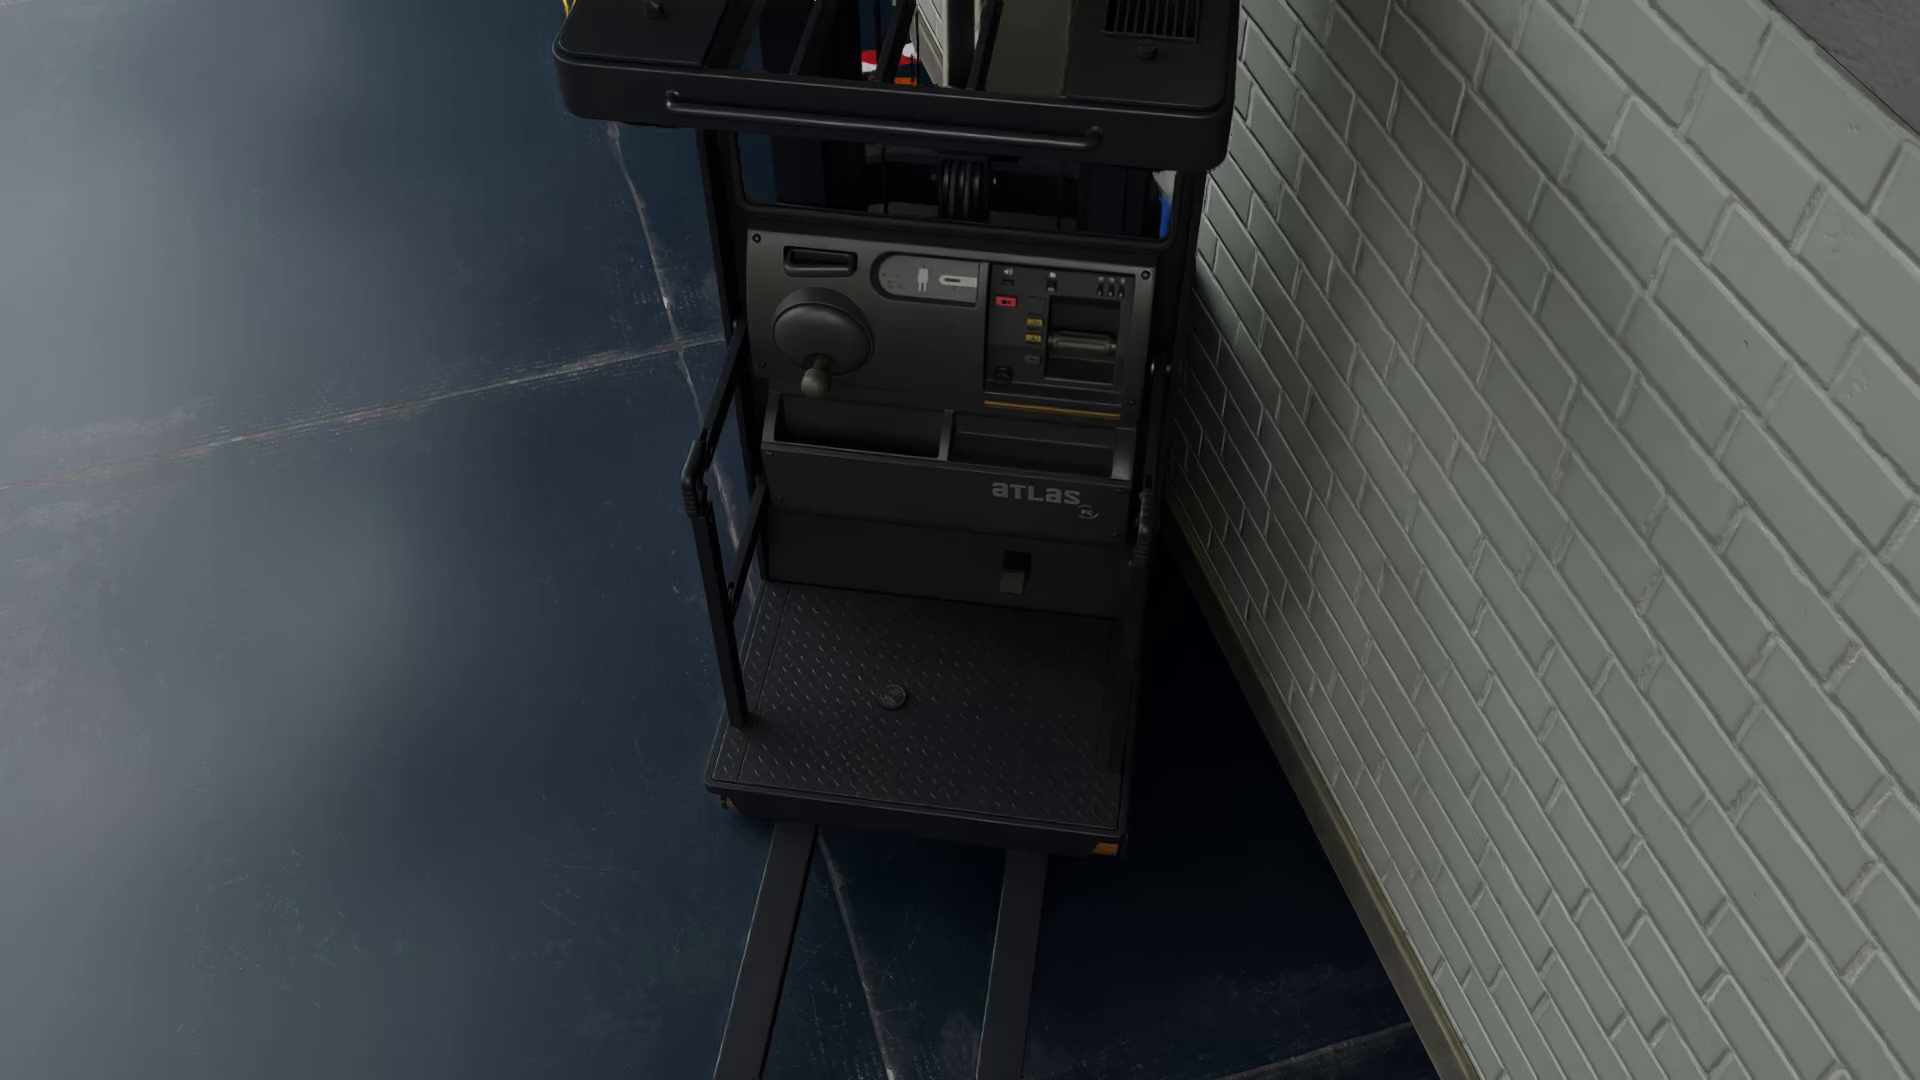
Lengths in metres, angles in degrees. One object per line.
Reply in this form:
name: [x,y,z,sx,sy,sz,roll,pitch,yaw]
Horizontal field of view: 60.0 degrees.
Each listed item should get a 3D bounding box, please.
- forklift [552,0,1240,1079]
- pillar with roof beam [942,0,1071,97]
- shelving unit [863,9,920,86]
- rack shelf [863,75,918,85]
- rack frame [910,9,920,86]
forklift: [-0.056,-0.389,3.661,1.130,2.935,3.031,6,50,5]
pillar with roof beam: [-3.964,-2.867,1.781,9.100,9.000,0.400,-13,51,-11]
shelving unit: [-0.222,-1.132,5.418,0.189,1.200,0.258,2,50,3]
rack shelf: [-0.226,-1.335,5.177,0.180,0.103,0.258,2,50,3]
rack frame: [-0.131,-1.129,5.414,0.006,1.200,0.240,2,50,3]
